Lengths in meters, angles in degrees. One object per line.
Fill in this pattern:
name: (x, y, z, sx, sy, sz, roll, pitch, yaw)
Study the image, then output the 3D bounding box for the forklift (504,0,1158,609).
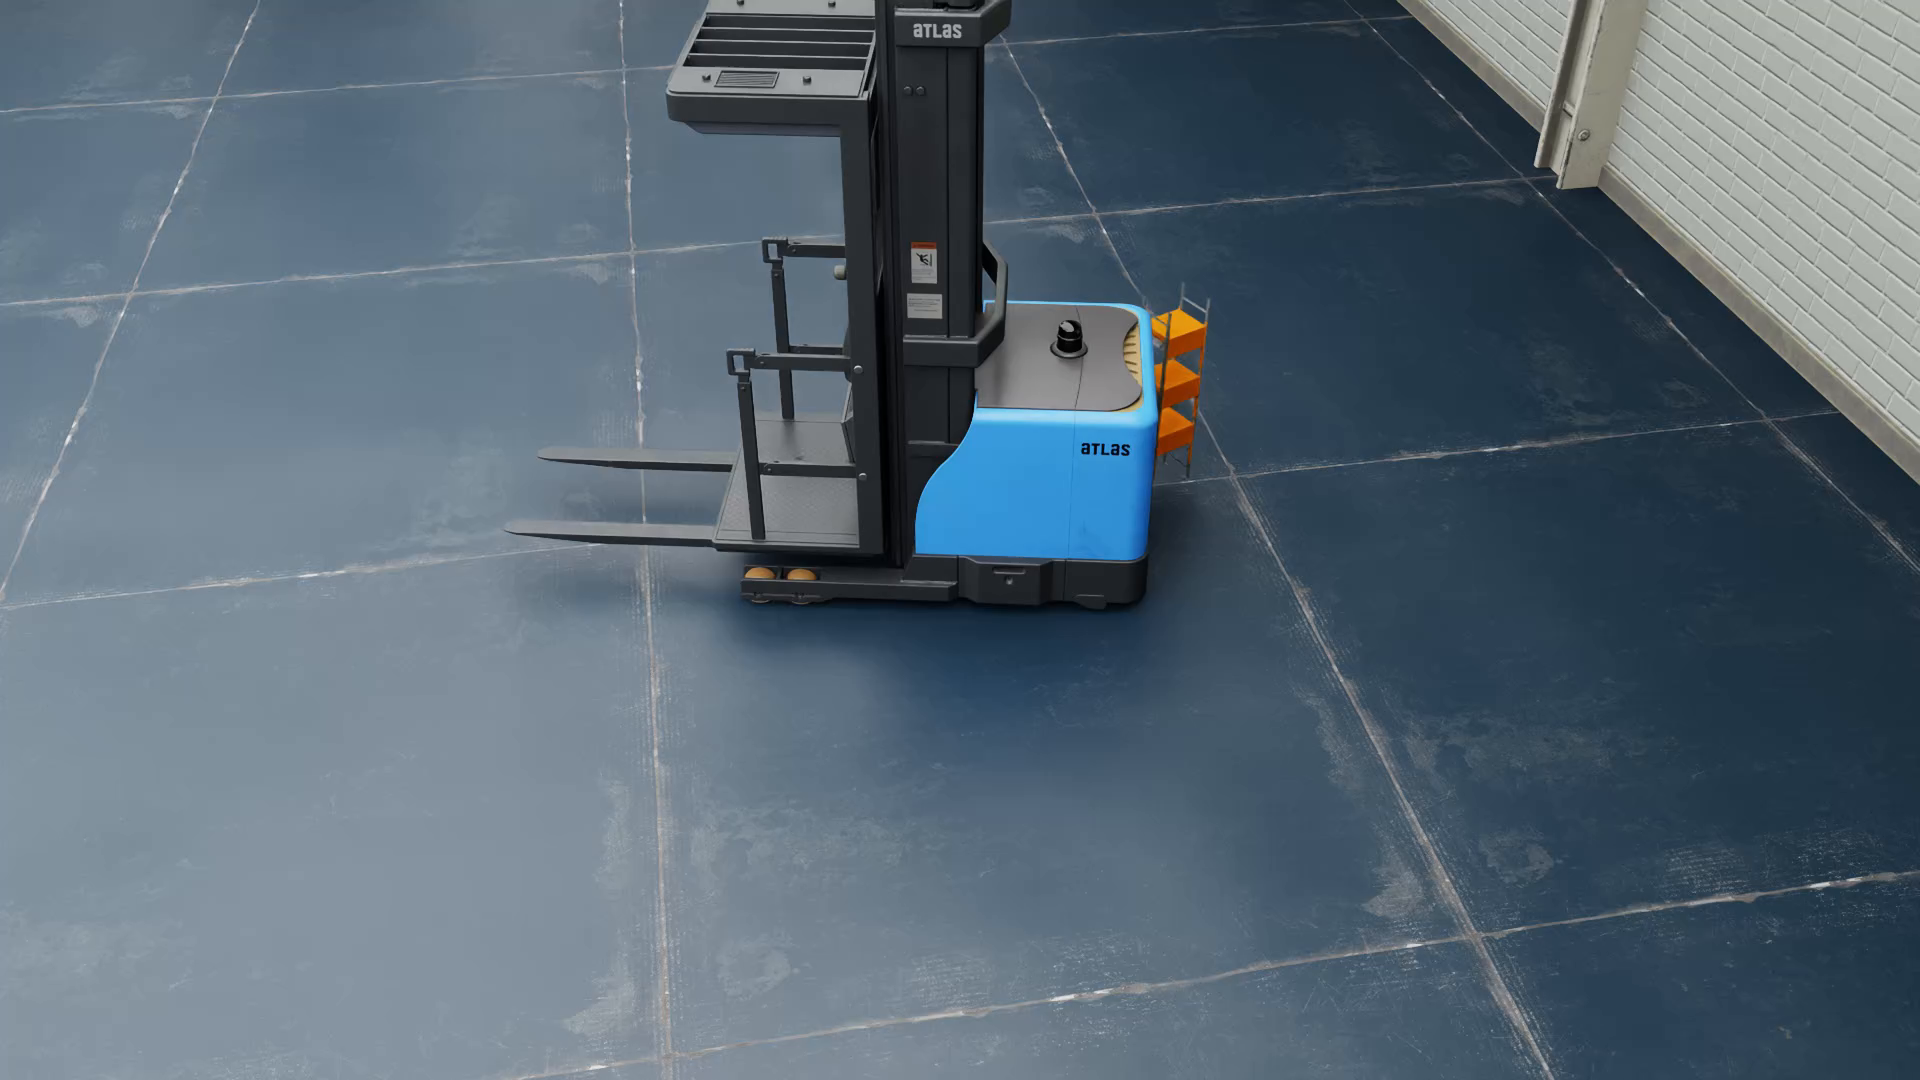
forklift: (-0.625, -1.179, 7.279, 3.031, 2.935, 1.130, 2, 38, 3)

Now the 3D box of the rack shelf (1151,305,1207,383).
rack shelf: (1.029, -0.951, 8.068, 0.240, 0.259, 0.215, -22, 43, -27)

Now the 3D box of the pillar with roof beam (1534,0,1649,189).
pillar with roof beam: (-0.088, -5.586, 8.005, 9.100, 9.000, 0.400, -6, 38, -8)

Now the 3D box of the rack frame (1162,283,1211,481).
rack frame: (1.124, -0.774, 8.290, 0.008, 1.050, 0.200, -22, 43, -27)

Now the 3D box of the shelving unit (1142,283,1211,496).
shelving unit: (1.024, -0.733, 8.234, 0.252, 1.050, 0.215, -22, 43, -27)

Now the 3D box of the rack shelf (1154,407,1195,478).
rack shelf: (1.019, -0.504, 8.408, 0.240, 0.259, 0.215, -22, 43, -27)

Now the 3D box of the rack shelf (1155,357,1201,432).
rack shelf: (1.024, -0.725, 8.240, 0.240, 0.259, 0.215, -22, 43, -27)

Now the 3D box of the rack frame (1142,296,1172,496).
rack frame: (0.924, -0.693, 8.177, 0.008, 1.050, 0.200, -22, 43, -27)
